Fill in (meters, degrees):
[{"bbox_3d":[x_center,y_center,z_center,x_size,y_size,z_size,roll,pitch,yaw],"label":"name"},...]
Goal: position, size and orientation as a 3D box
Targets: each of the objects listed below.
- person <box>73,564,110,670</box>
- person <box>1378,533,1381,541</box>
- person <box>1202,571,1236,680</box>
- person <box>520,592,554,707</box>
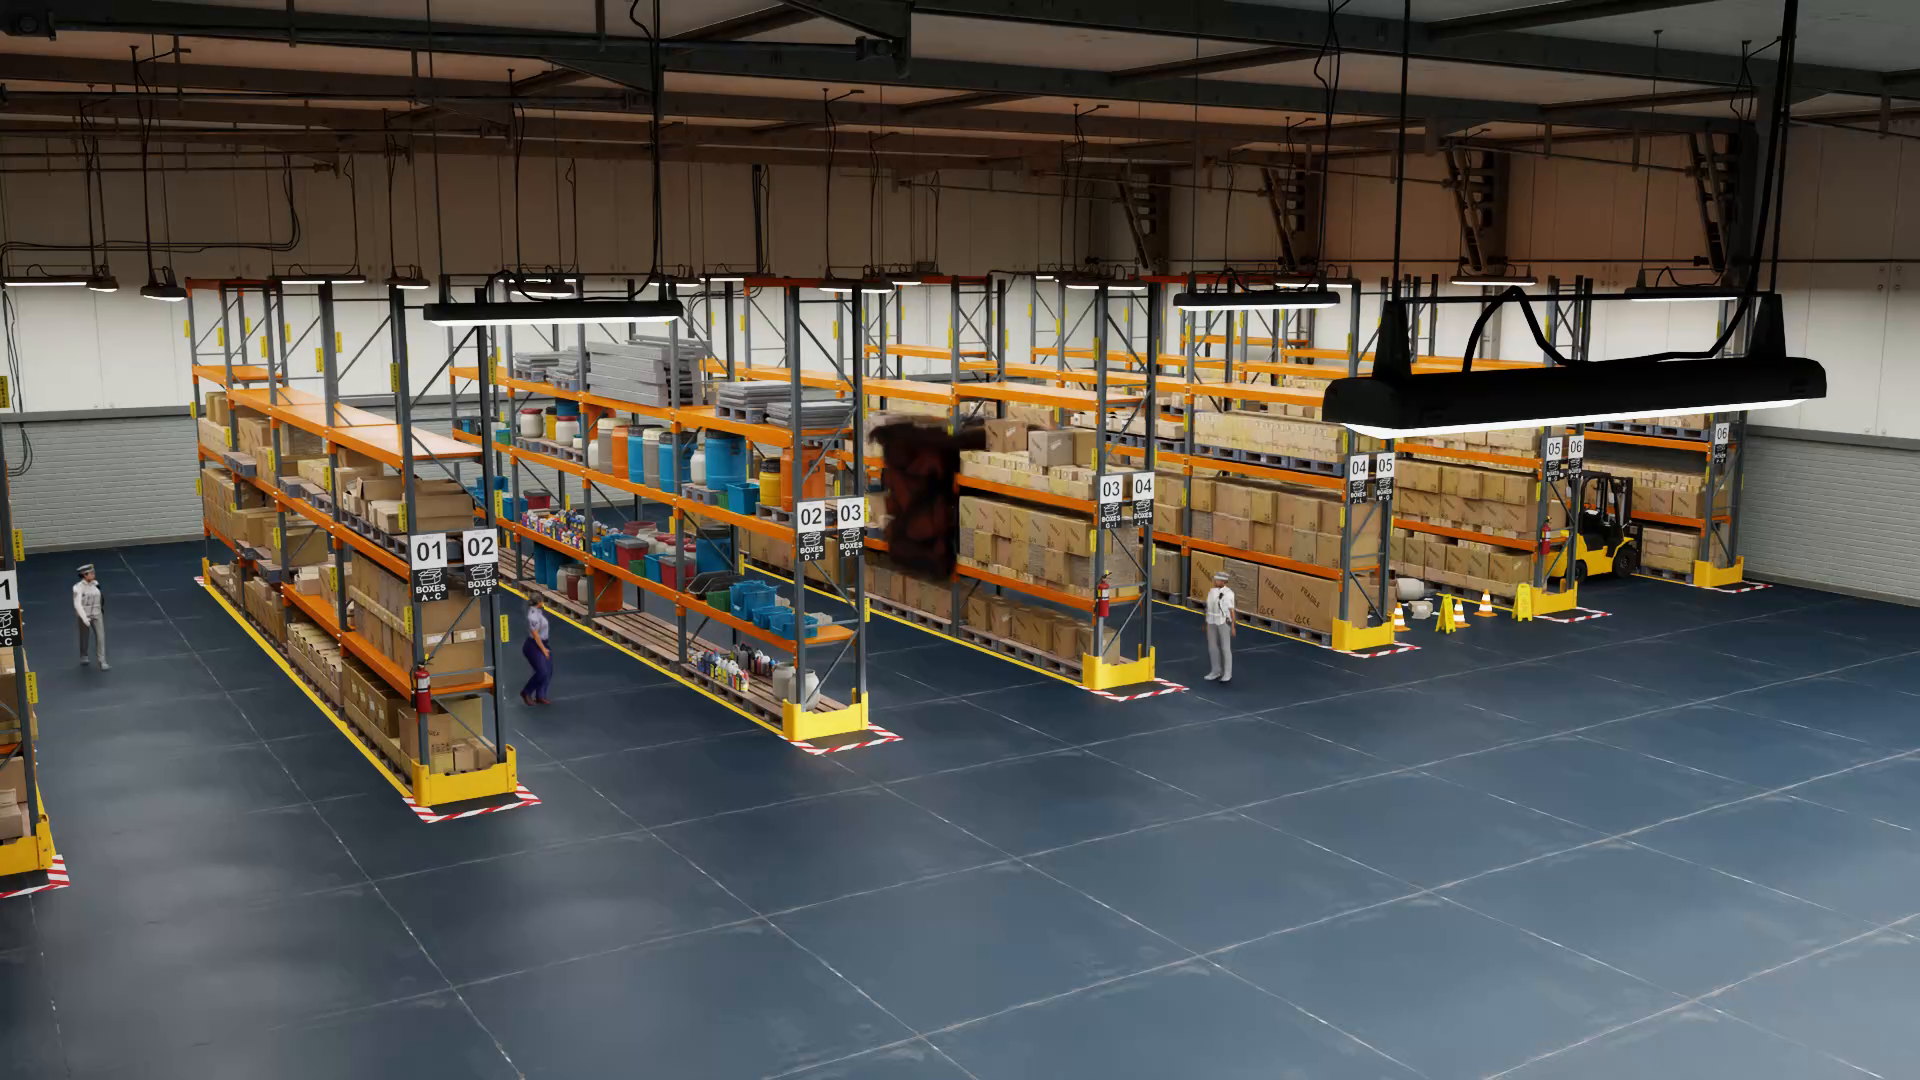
[{"bbox_3d":[-13.608,1.182,25.989,0.434,1.629,0.959,-8,12,-38],"label":"person"},{"bbox_3d":[9.553,-0.773,37.648,0.464,1.712,0.499,-1,10,-3],"label":"person"},{"bbox_3d":[3.944,1.309,25.245,0.579,1.720,0.383,9,13,42],"label":"person"},{"bbox_3d":[-6.071,1.574,23.882,0.463,1.630,0.539,1,10,6],"label":"person"}]
